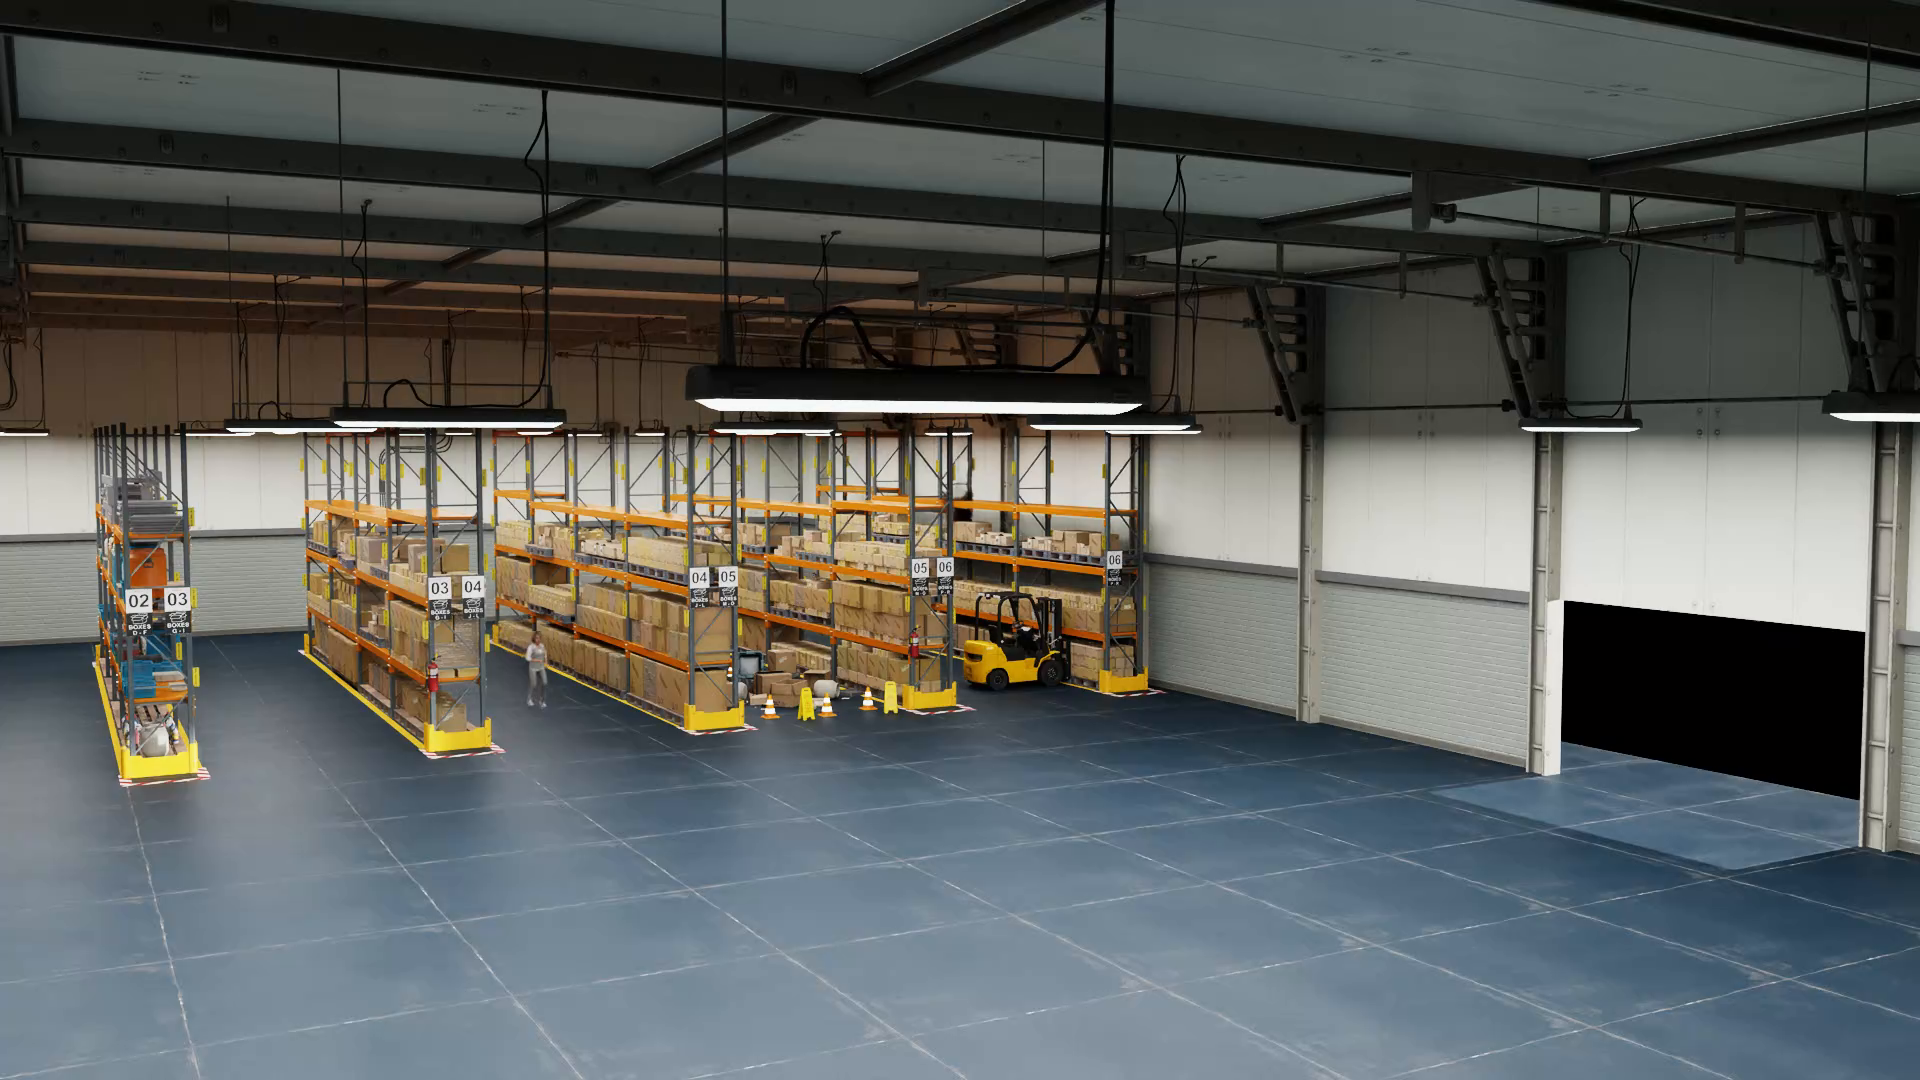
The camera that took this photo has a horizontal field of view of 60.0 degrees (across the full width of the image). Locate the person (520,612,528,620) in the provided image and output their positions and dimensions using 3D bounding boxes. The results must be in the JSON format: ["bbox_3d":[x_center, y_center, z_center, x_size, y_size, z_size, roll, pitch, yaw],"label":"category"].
[{"bbox_3d":[-12.619,2.005,48.436,0.614,1.658,0.730,0,3,8],"label":"person"}]

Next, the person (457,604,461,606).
[{"bbox_3d":[-14.298,2.018,46.458,0.773,1.739,0.912,0,3,-1],"label":"person"}]

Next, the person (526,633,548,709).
[{"bbox_3d":[-8.980,2.793,35.341,0.559,1.651,0.707,-3,5,-41],"label":"person"}]
